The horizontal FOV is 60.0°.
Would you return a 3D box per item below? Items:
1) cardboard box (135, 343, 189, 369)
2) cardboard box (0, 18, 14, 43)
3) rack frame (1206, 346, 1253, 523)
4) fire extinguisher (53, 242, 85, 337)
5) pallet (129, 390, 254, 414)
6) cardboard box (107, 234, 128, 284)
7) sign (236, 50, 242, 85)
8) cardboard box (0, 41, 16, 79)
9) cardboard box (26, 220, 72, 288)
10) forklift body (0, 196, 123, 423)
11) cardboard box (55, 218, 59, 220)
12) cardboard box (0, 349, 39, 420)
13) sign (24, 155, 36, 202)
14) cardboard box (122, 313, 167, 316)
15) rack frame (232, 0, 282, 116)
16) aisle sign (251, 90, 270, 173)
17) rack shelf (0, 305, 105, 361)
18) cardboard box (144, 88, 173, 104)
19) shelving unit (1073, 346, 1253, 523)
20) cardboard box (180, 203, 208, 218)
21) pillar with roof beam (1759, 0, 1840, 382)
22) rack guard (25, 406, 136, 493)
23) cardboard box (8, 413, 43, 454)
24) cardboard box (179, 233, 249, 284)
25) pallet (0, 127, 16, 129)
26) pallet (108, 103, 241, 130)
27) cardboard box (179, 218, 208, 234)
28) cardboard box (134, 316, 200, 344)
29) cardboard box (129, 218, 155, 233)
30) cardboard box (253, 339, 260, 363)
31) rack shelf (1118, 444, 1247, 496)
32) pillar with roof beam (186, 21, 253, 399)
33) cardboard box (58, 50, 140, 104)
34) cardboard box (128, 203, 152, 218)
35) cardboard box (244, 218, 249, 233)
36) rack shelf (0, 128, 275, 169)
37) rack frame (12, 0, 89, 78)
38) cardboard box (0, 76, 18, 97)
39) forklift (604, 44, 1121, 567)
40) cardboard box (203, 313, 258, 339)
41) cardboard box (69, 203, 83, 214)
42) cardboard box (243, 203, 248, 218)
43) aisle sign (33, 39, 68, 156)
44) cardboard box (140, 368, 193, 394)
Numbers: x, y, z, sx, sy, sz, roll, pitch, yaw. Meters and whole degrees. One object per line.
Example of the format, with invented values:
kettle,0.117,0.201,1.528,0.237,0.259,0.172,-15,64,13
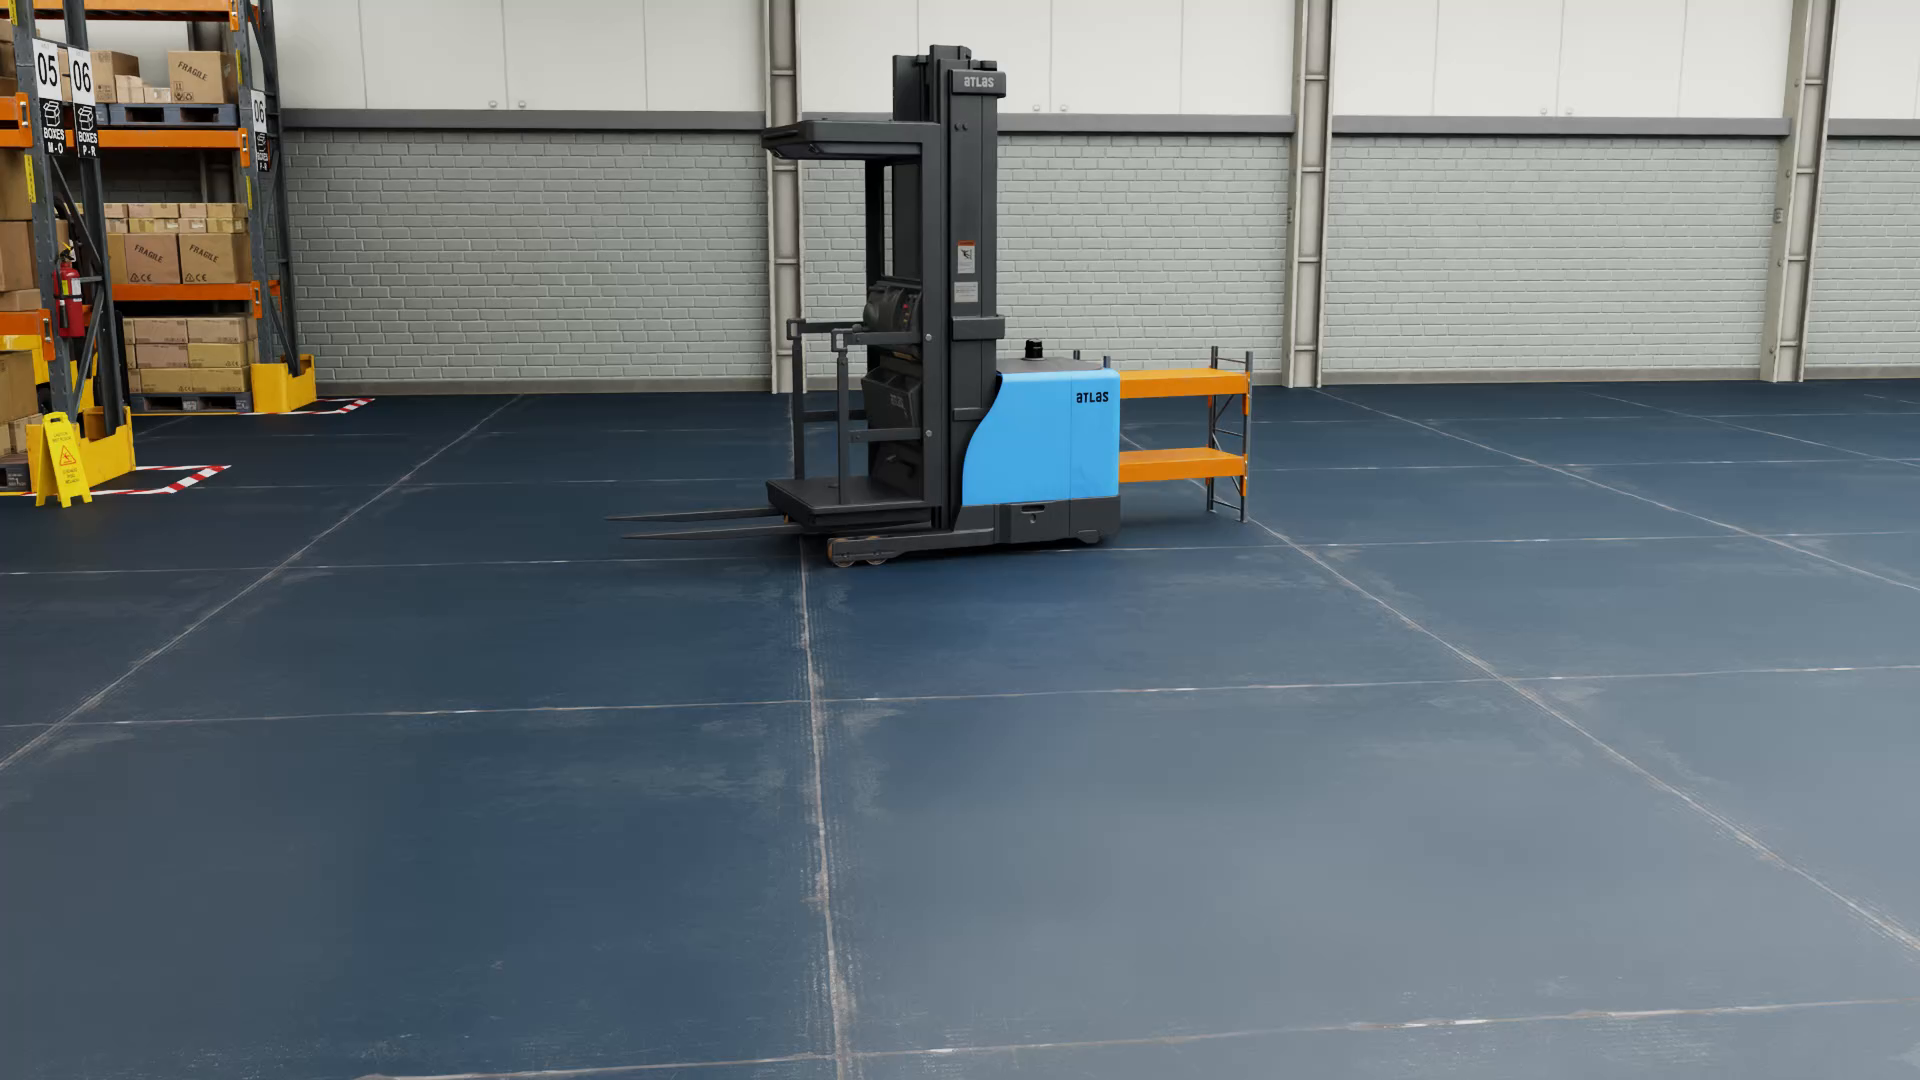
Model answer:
cardboard box,-8.072,-1.901,17.007,0.500,0.250,0.500,-1,11,-7
cardboard box,-6.887,-3.602,11.722,0.250,0.149,0.380,-1,11,-6
rack frame,1.791,-0.710,11.066,0.032,1.125,0.500,-4,12,-20
fire extinguisher,-6.419,-1.802,11.958,0.183,0.674,0.296,-1,11,-6
pallet,-7.878,-1.486,17.377,1.213,0.211,1.003,-1,11,-6
cardboard box,-8.609,-2.846,16.811,0.500,0.500,0.500,-1,11,-7
sign,-7.077,-4.641,16.332,0.005,0.325,0.100,-1,11,-6
cardboard box,-7.062,-3.408,11.768,0.500,0.250,0.500,-1,11,-7
cardboard box,-7.083,-2.164,12.570,0.500,0.500,0.500,-1,11,-7
forklift body,-8.810,-2.072,15.331,1.214,2.155,2.313,-1,11,-6
cardboard box,-8.967,-3.165,16.749,0.250,0.149,0.380,-1,11,-6
cardboard box,-7.438,-1.186,12.722,0.500,0.500,0.500,-2,11,-8
sign,-6.542,-2.542,11.702,0.005,0.325,0.100,-1,11,-6
cardboard box,-8.615,-2.232,17.393,0.500,0.250,0.500,-1,11,-6
rack frame,-7.122,-5.821,16.651,0.127,3.000,1.000,-1,11,-6
aisle sign,-7.025,-4.098,16.699,0.004,0.787,0.394,-1,11,-6
rack shelf,-8.571,-1.531,12.246,4.000,0.370,1.077,-1,11,-6
cardboard box,-7.913,-4.406,16.530,0.250,0.149,0.380,-2,11,-8
shelving unit,1.316,-0.676,10.890,1.048,1.125,0.538,-4,12,-20
cardboard box,-7.697,-3.332,16.829,0.250,0.149,0.380,-1,11,-6
pillar with roof beam,10.448,-5.529,15.164,0.400,9.000,9.100,-1,11,-6
rack guard,-6.658,-0.698,12.621,0.348,0.500,1.175,-1,11,-6
cardboard box,-7.414,-0.819,12.797,0.500,0.250,0.500,-1,11,-7
cardboard box,-7.583,-2.866,16.912,0.500,0.500,0.500,-1,11,-7
pallet,-10.254,-4.245,16.641,1.213,0.211,1.003,-1,11,-6
pallet,-7.828,-4.296,16.899,1.213,0.211,1.003,-1,11,-6
cardboard box,-7.687,-3.173,16.791,0.250,0.149,0.380,-1,11,-5
cardboard box,-8.053,-2.144,16.945,0.500,0.250,0.500,-1,11,-5
cardboard box,-8.200,-3.176,16.808,0.250,0.149,0.380,-1,11,-6
cardboard box,-7.612,-2.010,17.559,0.500,0.250,0.500,-1,11,-5
rack shelf,1.316,-0.436,10.937,1.000,0.278,0.538,-4,12,-20
pillar with roof beam,-7.447,-5.154,13.257,0.400,9.000,9.100,-1,11,-6
cardboard box,-8.565,-4.596,16.585,0.500,0.500,0.700,-1,11,-6
cardboard box,-8.210,-3.330,16.821,0.250,0.149,0.380,-1,11,-6
cardboard box,-7.487,-3.288,17.375,0.250,0.149,0.380,-1,11,-8
rack shelf,-9.110,-3.955,16.798,4.000,0.370,1.077,-1,11,-6
rack frame,-6.582,-4.870,11.809,0.127,3.000,1.000,-1,11,-6
cardboard box,-6.907,-3.213,11.812,0.250,0.149,0.380,-1,11,-6
forklift,-0.588,-1.396,9.870,3.031,2.935,1.130,-4,12,-20
cardboard box,-7.620,-2.251,17.492,0.500,0.250,0.500,-1,11,-7
cardboard box,-8.713,-3.297,16.652,0.250,0.149,0.380,-1,11,-5
cardboard box,-7.479,-3.425,17.302,0.250,0.149,0.380,-1,11,-7
aisle sign,-6.489,-3.147,11.861,0.004,0.787,0.394,-1,11,-6
cardboard box,-8.051,-1.656,17.053,0.500,0.250,0.500,-1,11,-6
